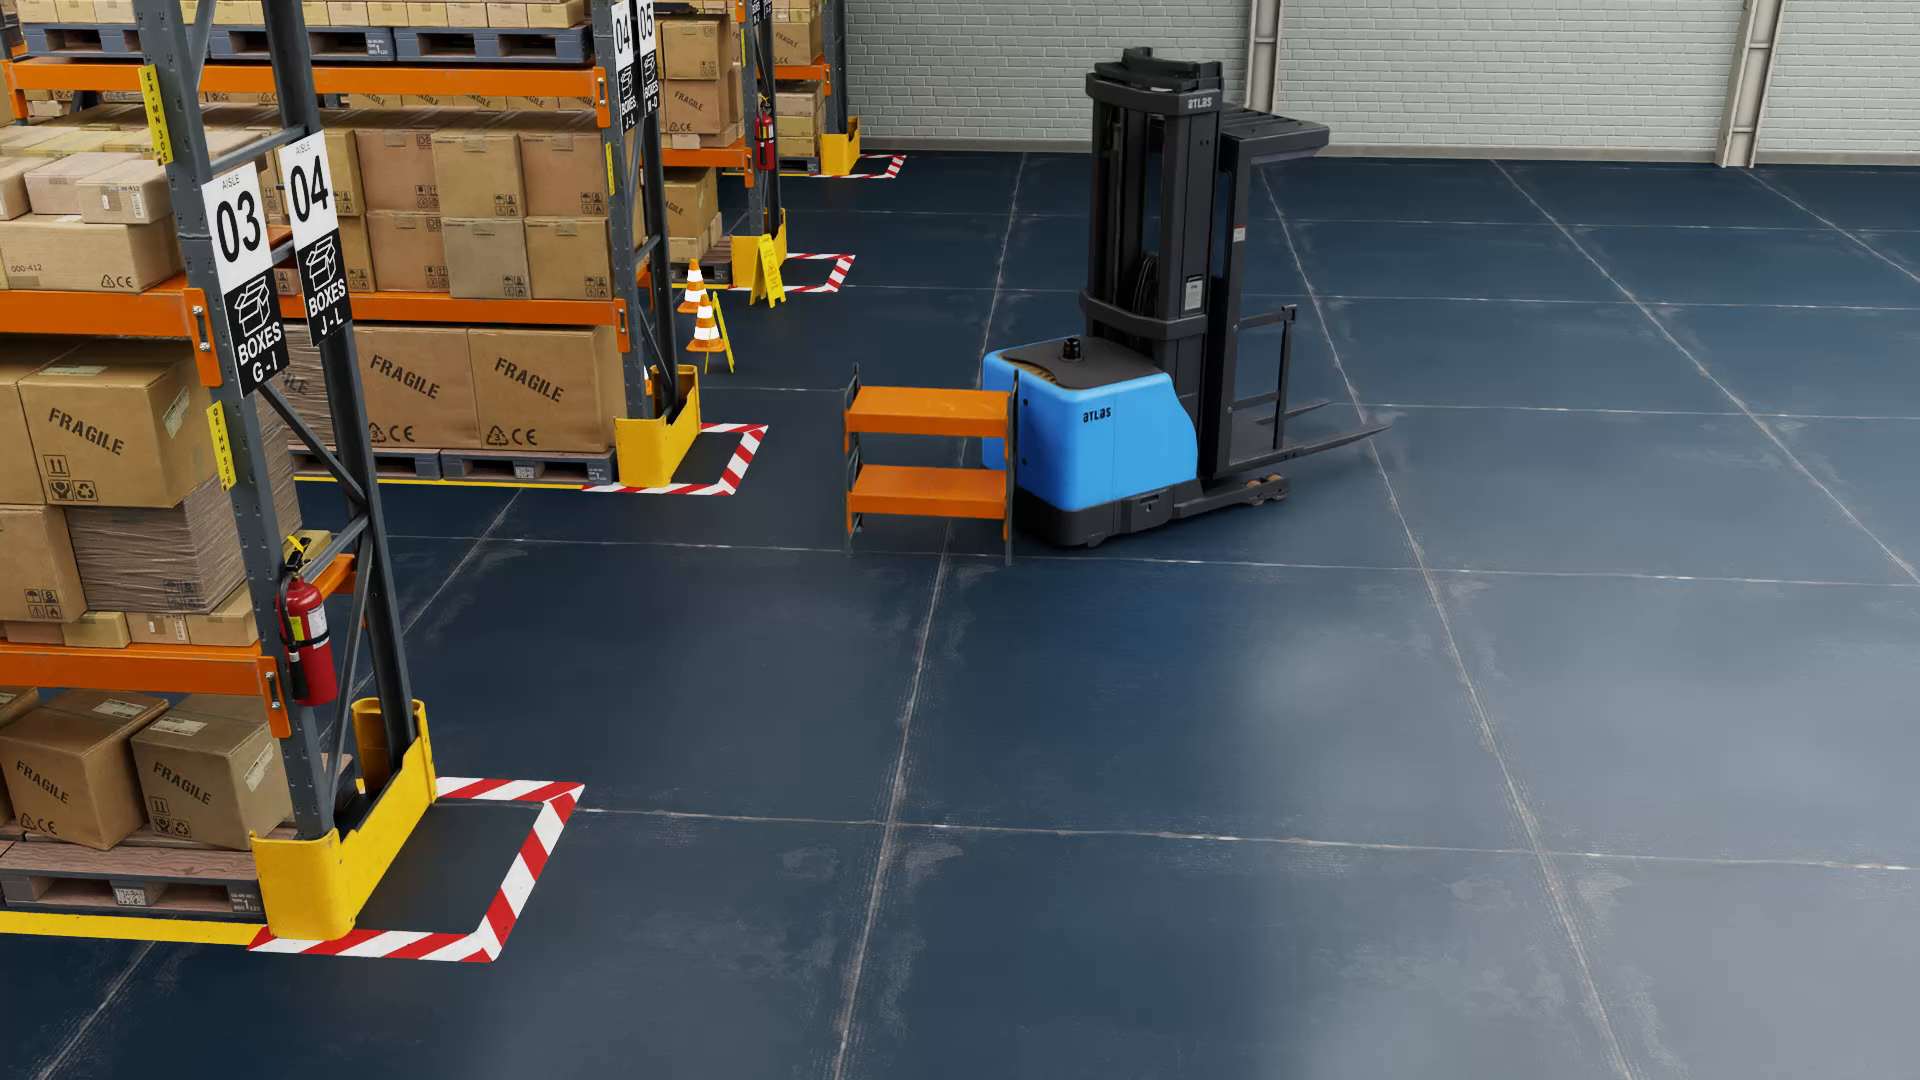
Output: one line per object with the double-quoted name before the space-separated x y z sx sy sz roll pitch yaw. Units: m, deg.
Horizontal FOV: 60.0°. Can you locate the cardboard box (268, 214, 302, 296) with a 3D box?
"cardboard box" -4.727 -2.085 11.514 0.550 0.550 0.875 2 25 4

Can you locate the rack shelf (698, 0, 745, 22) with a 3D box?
"rack shelf" -3.903 -5.137 15.597 4.000 0.370 1.077 2 25 4

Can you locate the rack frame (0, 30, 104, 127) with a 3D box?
"rack frame" -6.175 -2.099 11.722 0.127 3.000 1.000 2 25 4

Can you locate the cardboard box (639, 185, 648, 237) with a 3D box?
"cardboard box" -3.248 -3.252 16.118 0.500 0.500 0.500 3 25 6

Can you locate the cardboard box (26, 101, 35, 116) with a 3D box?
"cardboard box" -9.027 -4.231 16.154 0.250 0.149 0.380 0 25 1

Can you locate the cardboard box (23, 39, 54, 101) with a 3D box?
"cardboard box" -8.934 -4.540 16.050 0.500 0.500 0.500 3 25 7

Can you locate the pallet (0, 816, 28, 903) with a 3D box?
"pallet" -4.763 1.277 7.723 1.213 0.211 1.003 2 25 4

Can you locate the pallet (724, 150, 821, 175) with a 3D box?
"pallet" -2.298 -4.846 21.029 1.213 0.211 1.003 2 25 4

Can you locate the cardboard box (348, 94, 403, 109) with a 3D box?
"cardboard box" -5.479 -4.215 15.847 0.500 0.500 0.500 2 25 4

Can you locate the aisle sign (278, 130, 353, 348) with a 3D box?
"aisle sign" -2.582 -1.211 6.683 0.004 0.787 0.394 2 25 4

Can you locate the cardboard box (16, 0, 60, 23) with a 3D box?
"cardboard box" -5.838 -3.430 10.706 0.250 0.149 0.380 1 25 3

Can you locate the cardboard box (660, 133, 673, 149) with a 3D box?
"cardboard box" -2.813 -3.825 15.774 0.250 0.149 0.380 1 25 3

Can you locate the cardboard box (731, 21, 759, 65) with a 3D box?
"cardboard box" -2.560 -6.078 20.251 0.500 0.500 0.500 3 25 6

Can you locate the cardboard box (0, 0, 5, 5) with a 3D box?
"cardboard box" -6.758 -3.760 11.283 0.396 0.266 0.258 1 25 3

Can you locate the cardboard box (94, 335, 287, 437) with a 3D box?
"cardboard box" -3.195 -0.673 6.952 0.500 0.500 0.500 2 25 4

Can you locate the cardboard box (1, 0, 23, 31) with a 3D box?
"cardboard box" -11.733 -6.576 20.830 0.500 0.500 0.700 2 25 4

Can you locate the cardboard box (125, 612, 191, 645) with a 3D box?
"cardboard box" -3.216 0.276 6.862 0.250 0.149 0.380 2 25 4

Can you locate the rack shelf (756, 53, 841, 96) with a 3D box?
"rack shelf" -3.526 -5.843 20.721 4.000 0.370 1.077 2 25 4

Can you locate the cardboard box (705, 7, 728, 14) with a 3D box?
"cardboard box" -2.927 -6.371 20.113 0.250 0.149 0.380 1 25 2

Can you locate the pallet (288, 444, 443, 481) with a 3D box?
"pallet" -4.203 -0.737 12.099 1.213 0.211 1.003 2 25 4

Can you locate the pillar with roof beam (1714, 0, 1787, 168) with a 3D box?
"pillar with roof beam" 9.478 -7.051 15.308 0.400 9.000 9.100 2 25 4

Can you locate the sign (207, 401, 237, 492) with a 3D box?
"sign" -2.730 -0.346 6.149 0.005 0.325 0.100 2 25 4

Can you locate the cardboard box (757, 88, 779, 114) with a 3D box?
"cardboard box" -2.525 -5.400 20.489 0.500 0.250 0.500 2 25 5

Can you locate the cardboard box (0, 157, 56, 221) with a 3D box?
"cardboard box" -3.500 -1.281 6.060 0.250 0.149 0.380 1 25 2

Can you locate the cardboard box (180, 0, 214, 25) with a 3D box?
"cardboard box" -4.823 -3.398 10.637 0.250 0.149 0.380 1 25 3

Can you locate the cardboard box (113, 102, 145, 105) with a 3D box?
"cardboard box" -7.967 -4.210 16.109 0.250 0.149 0.380 3 25 6

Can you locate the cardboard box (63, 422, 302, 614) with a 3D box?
"cardboard box" -3.213 -0.116 6.939 0.500 0.500 0.875 2 25 4

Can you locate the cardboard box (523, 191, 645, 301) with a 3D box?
"cardboard box" -2.560 -2.032 11.398 0.550 0.550 0.875 2 25 4

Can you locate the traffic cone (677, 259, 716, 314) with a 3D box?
"traffic cone" -2.436 -2.361 15.327 0.334 0.463 0.336 2 25 4

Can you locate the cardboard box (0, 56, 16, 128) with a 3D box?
"cardboard box" -4.127 -1.837 6.492 0.500 0.500 0.500 2 25 4

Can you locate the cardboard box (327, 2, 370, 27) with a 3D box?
"cardboard box" -3.811 -3.366 10.566 0.250 0.149 0.380 2 25 4

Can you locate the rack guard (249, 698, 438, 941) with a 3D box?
"rack guard" -2.743 1.226 7.486 0.348 0.500 1.175 2 25 4

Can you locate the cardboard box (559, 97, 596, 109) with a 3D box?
"cardboard box" -3.468 -4.155 15.717 0.500 0.500 0.500 2 25 4

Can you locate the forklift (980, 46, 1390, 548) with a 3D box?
"forklift" 1.655 -1.734 11.011 3.031 2.935 1.130 -15 29 -29

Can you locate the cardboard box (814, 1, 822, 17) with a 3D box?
"cardboard box" -1.851 -6.565 20.533 0.250 0.149 0.380 1 25 3

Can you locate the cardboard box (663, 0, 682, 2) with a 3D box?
"cardboard box" -3.435 -6.551 20.148 0.250 0.149 0.380 2 25 5

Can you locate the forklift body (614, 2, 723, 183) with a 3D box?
"forklift body" -3.563 -5.021 19.088 1.214 2.155 2.313 2 25 4

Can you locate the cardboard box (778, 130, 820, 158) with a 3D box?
"cardboard box" -2.025 -4.931 20.665 0.500 0.250 0.500 2 25 4

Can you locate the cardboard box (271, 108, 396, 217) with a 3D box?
"cardboard box" -4.195 -2.574 11.284 0.500 0.550 0.875 2 25 4

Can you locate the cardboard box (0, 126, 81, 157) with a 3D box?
"cardboard box" -3.702 -1.531 6.603 0.250 0.149 0.380 3 25 6

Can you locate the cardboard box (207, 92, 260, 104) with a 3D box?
"cardboard box" -6.869 -4.471 15.900 0.500 0.500 0.500 2 25 4

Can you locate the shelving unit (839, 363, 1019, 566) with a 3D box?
"shelving unit" -0.179 -0.476 10.439 1.048 1.125 0.538 3 25 6

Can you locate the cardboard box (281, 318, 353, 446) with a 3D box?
"cardboard box" -4.654 -1.248 11.912 0.875 0.875 0.875 2 25 4

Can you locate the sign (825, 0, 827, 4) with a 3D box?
"sign" -1.588 -6.514 19.649 0.005 0.325 0.100 2 25 4

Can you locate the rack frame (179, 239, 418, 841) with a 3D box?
"rack frame" -2.667 0.093 6.959 0.127 3.000 1.000 2 25 4

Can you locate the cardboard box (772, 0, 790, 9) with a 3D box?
"cardboard box" -2.154 -6.500 20.036 0.250 0.149 0.380 2 25 4

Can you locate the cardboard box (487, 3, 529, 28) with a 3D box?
"cardboard box" -2.795 -3.333 10.495 0.250 0.149 0.380 2 25 4

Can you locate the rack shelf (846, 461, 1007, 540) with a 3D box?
"rack shelf" -0.179 -0.254 10.541 1.000 0.278 0.538 3 25 6
